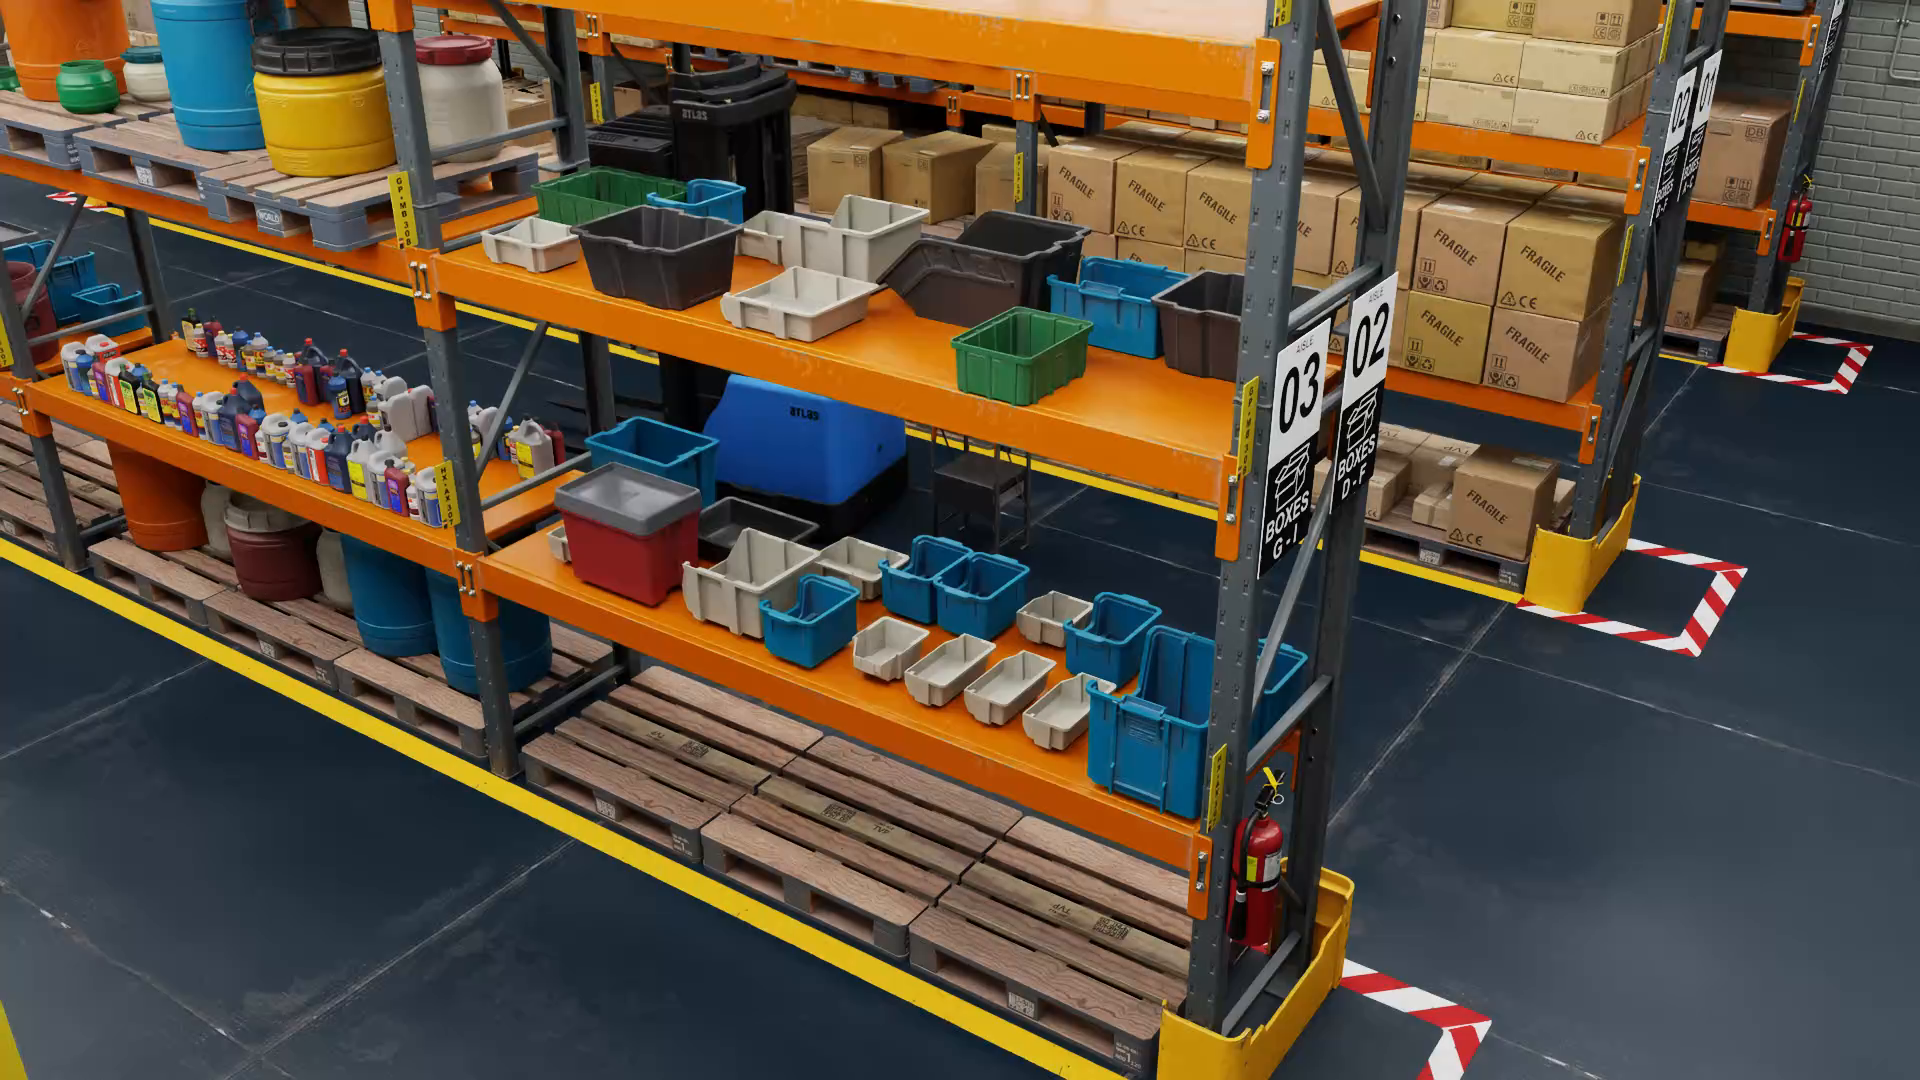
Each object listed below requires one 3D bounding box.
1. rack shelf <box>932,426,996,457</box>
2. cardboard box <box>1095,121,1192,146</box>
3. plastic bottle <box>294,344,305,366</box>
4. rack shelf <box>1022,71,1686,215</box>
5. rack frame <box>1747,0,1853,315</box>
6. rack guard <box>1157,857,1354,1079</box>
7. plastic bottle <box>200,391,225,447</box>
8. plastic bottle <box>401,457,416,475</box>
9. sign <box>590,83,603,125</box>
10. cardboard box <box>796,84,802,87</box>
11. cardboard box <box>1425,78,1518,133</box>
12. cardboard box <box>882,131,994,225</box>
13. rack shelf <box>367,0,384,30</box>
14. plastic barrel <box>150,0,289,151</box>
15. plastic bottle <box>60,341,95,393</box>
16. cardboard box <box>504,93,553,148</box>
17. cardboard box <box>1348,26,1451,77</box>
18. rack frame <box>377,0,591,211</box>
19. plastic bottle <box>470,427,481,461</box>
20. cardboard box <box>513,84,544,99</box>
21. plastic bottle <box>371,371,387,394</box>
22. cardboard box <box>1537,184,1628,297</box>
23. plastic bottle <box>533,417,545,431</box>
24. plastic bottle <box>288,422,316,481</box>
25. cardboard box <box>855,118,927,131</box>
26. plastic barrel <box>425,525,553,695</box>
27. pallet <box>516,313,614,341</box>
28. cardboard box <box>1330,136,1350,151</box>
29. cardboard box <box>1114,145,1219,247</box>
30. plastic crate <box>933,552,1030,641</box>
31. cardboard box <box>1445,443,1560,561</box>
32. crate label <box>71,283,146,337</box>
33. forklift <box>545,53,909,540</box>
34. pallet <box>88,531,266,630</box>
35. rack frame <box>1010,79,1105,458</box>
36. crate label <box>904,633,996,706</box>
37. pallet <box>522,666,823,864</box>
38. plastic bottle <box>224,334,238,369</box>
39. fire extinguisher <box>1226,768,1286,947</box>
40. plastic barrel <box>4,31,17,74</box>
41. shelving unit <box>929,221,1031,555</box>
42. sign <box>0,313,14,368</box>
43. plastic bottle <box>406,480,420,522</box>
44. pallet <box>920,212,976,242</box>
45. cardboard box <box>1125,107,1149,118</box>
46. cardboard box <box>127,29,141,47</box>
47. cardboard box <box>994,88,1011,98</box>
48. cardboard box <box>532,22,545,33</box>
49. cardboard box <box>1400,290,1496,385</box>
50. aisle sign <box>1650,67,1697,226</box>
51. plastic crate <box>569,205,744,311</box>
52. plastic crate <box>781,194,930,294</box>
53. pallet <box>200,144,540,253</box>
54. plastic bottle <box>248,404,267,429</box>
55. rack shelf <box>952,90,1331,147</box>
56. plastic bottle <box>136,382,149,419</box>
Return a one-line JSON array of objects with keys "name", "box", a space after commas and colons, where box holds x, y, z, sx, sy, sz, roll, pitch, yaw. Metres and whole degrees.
[{"name": "rack shelf", "box": [0.136, -0.881, 10.470, 0.480, 0.518, 0.431, 17, 32, 30]}, {"name": "cardboard box", "box": [1.271, -2.601, 11.614, 0.500, 0.500, 0.500, 17, 32, 31]}, {"name": "plastic bottle", "box": [-3.880, -1.030, 9.869, 0.133, 0.283, 0.061, 17, 32, 30]}, {"name": "rack shelf", "box": [2.356, -2.646, 10.402, 4.000, 0.370, 1.077, 17, 32, 30]}, {"name": "rack frame", "box": [6.806, -2.969, 13.551, 0.127, 3.000, 1.000, 17, 32, 30]}, {"name": "rack guard", "box": [1.224, 1.850, 6.838, 0.348, 0.500, 1.175, 17, 32, 30]}, {"name": "plastic bottle", "box": [-4.080, -0.676, 9.183, 0.135, 0.276, 0.152, 17, 32, 30]}, {"name": "plastic bottle", "box": [-2.854, -0.330, 8.584, 0.097, 0.201, 0.097, 0, 27, 0]}, {"name": "sign", "box": [-2.901, -3.478, 13.275, 0.005, 0.325, 0.100, 17, 32, 30]}, {"name": "cardboard box", "box": [-2.104, -5.172, 19.325, 0.500, 0.250, 0.500, 17, 31, 29]}, {"name": "cardboard box", "box": [3.026, -2.552, 9.590, 0.500, 0.250, 0.500, 17, 32, 30]}, {"name": "cardboard box", "box": [-0.159, -2.733, 12.515, 0.500, 0.500, 0.700, 23, 35, 38]}, {"name": "rack shelf", "box": [-3.749, -2.981, 8.194, 4.000, 0.370, 1.077, 17, 32, 30]}, {"name": "plastic barrel", "box": [-3.593, -2.421, 8.151, 0.708, 0.901, 0.600, 17, 32, 30]}, {"name": "plastic bottle", "box": [-5.223, -1.033, 9.882, 0.135, 0.276, 0.152, 17, 32, 30]}, {"name": "cardboard box", "box": [-3.982, -3.640, 14.759, 0.500, 0.500, 0.500, 15, 31, 28]}, {"name": "cardboard box", "box": [2.615, -2.904, 9.730, 0.500, 0.250, 0.500, 17, 32, 30]}, {"name": "rack frame", "box": [-2.100, -2.966, 6.931, 0.127, 3.000, 1.000, 17, 32, 30]}, {"name": "plastic bottle", "box": [-2.623, -0.508, 8.934, 0.097, 0.201, 0.097, 0, 27, 0]}, {"name": "cardboard box", "box": [-5.393, -5.718, 21.432, 0.500, 0.311, 0.500, 20, 33, 34]}, {"name": "plastic bottle", "box": [-3.300, -0.834, 9.497, 0.097, 0.271, 0.097, 0, 27, 0]}, {"name": "cardboard box", "box": [3.788, -1.819, 10.079, 0.500, 0.500, 0.500, 18, 32, 32]}, {"name": "plastic bottle", "box": [-2.271, -0.529, 8.884, 0.133, 0.283, 0.061, 17, 32, 30]}, {"name": "plastic bottle", "box": [-3.436, -0.476, 8.788, 0.135, 0.276, 0.152, 17, 32, 30]}, {"name": "cardboard box", "box": [-0.770, -4.447, 18.726, 0.500, 0.500, 0.700, 17, 32, 30]}, {"name": "plastic barrel", "box": [-2.539, 0.309, 8.959, 0.708, 0.901, 0.600, 17, 32, 30]}, {"name": "pallet", "box": [-3.246, -2.154, 15.024, 1.213, 0.211, 1.003, 17, 32, 30]}, {"name": "cardboard box", "box": [3.947, -3.985, 15.216, 0.700, 0.700, 0.980, 18, 32, 31]}, {"name": "cardboard box", "box": [1.362, -2.275, 10.975, 0.500, 0.500, 0.500, 16, 31, 29]}, {"name": "plastic crate", "box": [0.095, 0.258, 7.329, 0.300, 0.233, 0.416, 17, 32, 30]}, {"name": "cardboard box", "box": [3.417, -0.246, 10.471, 0.500, 0.500, 0.500, 17, 32, 30]}, {"name": "crate label", "box": [-5.532, -1.493, 10.836, 0.416, 0.233, 0.303, 17, 32, 30]}, {"name": "forklift", "box": [-1.915, -1.755, 11.241, 3.031, 2.935, 1.130, 13, 30, 23]}, {"name": "pallet", "box": [-4.724, 0.110, 10.575, 1.213, 0.211, 1.003, 17, 32, 30]}, {"name": "rack frame", "box": [0.708, -2.144, 11.929, 0.127, 3.000, 1.000, 17, 32, 30]}, {"name": "crate label", "box": [-0.052, 0.541, 6.878, 0.243, 0.136, 0.396, 17, 32, 30]}, {"name": "pallet", "box": [-1.472, 1.124, 8.582, 1.213, 0.211, 1.003, 17, 32, 30]}, {"name": "plastic bottle", "box": [-4.467, -1.166, 10.227, 0.097, 0.201, 0.097, 0, 27, 0]}, {"name": "fire extinguisher", "box": [1.064, 1.144, 5.966, 0.183, 0.674, 0.296, 17, 32, 30]}, {"name": "plastic barrel", "box": [-5.480, -2.901, 9.986, 0.421, 0.512, 0.421, 0, 27, 0]}, {"name": "shelving unit", "box": [0.136, -0.893, 10.464, 0.503, 2.100, 0.431, 17, 32, 30]}, {"name": "sign", "box": [-5.703, -1.185, 9.865, 0.005, 0.325, 0.100, 17, 32, 30]}, {"name": "plastic bottle", "box": [-2.719, -0.204, 8.337, 0.097, 0.201, 0.097, 0, 27, 0]}, {"name": "pallet", "box": [0.111, -2.304, 12.456, 1.213, 0.211, 1.003, 17, 32, 30]}, {"name": "cardboard box", "box": [1.835, -4.290, 16.401, 0.250, 0.149, 0.380, 18, 32, 32]}, {"name": "cardboard box", "box": [-8.352, -5.180, 17.071, 0.250, 0.149, 0.380, 17, 31, 30]}, {"name": "cardboard box", "box": [0.555, -4.681, 17.171, 0.250, 0.149, 0.380, 18, 32, 31]}, {"name": "cardboard box", "box": [-4.892, -6.384, 20.405, 0.500, 0.250, 0.500, 18, 32, 31]}, {"name": "cardboard box", "box": [3.052, -1.306, 10.173, 0.500, 0.500, 0.500, 18, 32, 31]}, {"name": "aisle sign", "box": [3.888, -2.143, 9.061, 0.004, 0.787, 0.394, 17, 32, 30]}, {"name": "plastic crate", "box": [-1.231, -1.150, 6.813, 0.590, 0.269, 0.497, 17, 32, 30]}, {"name": "plastic crate", "box": [-0.455, -1.234, 6.965, 0.530, 0.282, 0.437, 17, 32, 30]}, {"name": "pallet", "box": [-2.801, -1.710, 7.978, 1.003, 0.211, 1.213, 17, 32, 30]}, {"name": "plastic bottle", "box": [-3.813, -0.610, 9.057, 0.097, 0.271, 0.097, 0, 27, 0]}, {"name": "rack shelf", "box": [1.861, -4.189, 16.742, 4.000, 0.370, 1.077, 17, 32, 30]}, {"name": "plastic bottle", "box": [-4.652, -0.806, 9.520, 0.097, 0.201, 0.097, 0, 27, 0]}]
